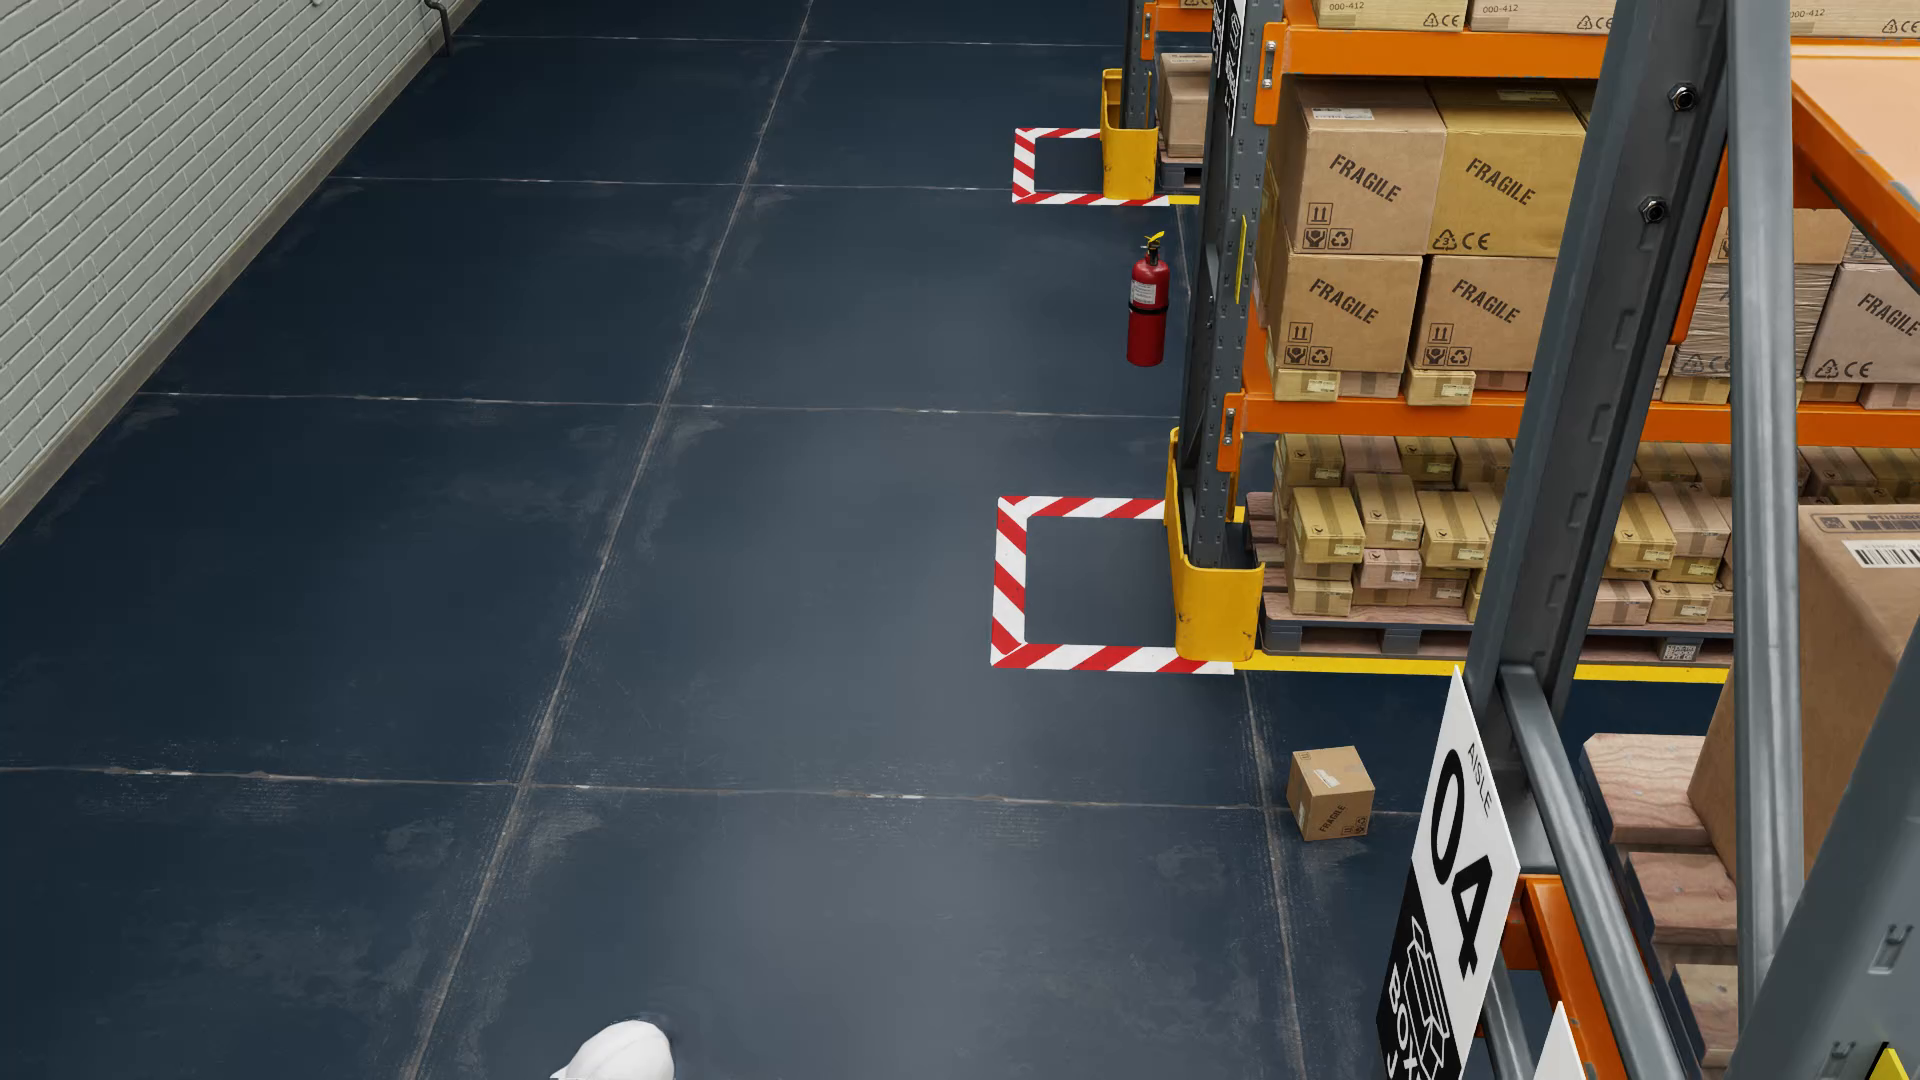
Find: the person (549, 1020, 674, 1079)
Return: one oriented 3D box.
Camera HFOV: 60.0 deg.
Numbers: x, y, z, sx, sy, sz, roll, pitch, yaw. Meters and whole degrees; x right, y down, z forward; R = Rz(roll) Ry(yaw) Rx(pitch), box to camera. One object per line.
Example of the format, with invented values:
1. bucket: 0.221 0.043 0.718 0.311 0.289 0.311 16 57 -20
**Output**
1. person: -0.831 1.849 4.002 0.581 1.719 0.953 25 42 31
